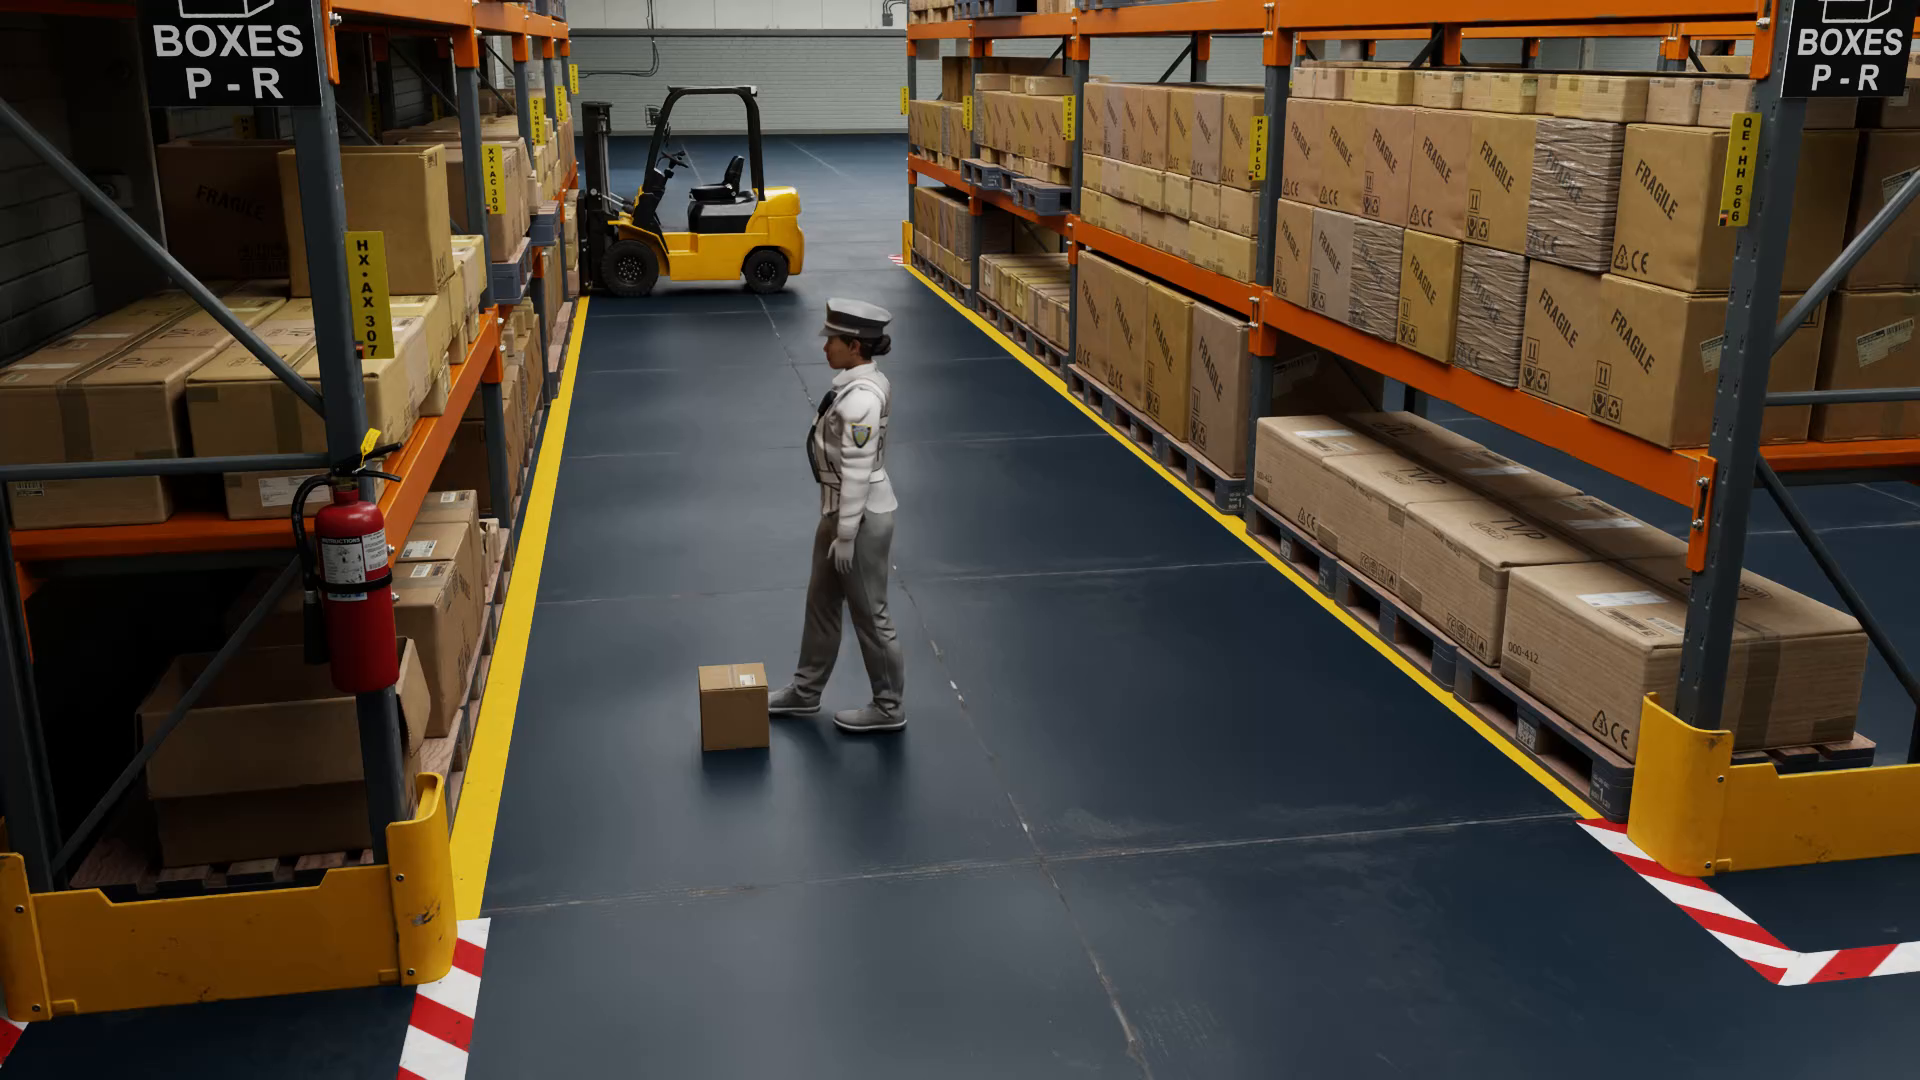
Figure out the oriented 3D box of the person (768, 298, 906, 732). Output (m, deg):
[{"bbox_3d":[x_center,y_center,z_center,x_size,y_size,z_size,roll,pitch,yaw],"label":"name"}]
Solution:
[{"bbox_3d":[-0.516,-0.075,6.236,0.612,1.668,0.481,-1,17,-5],"label":"person"}]
